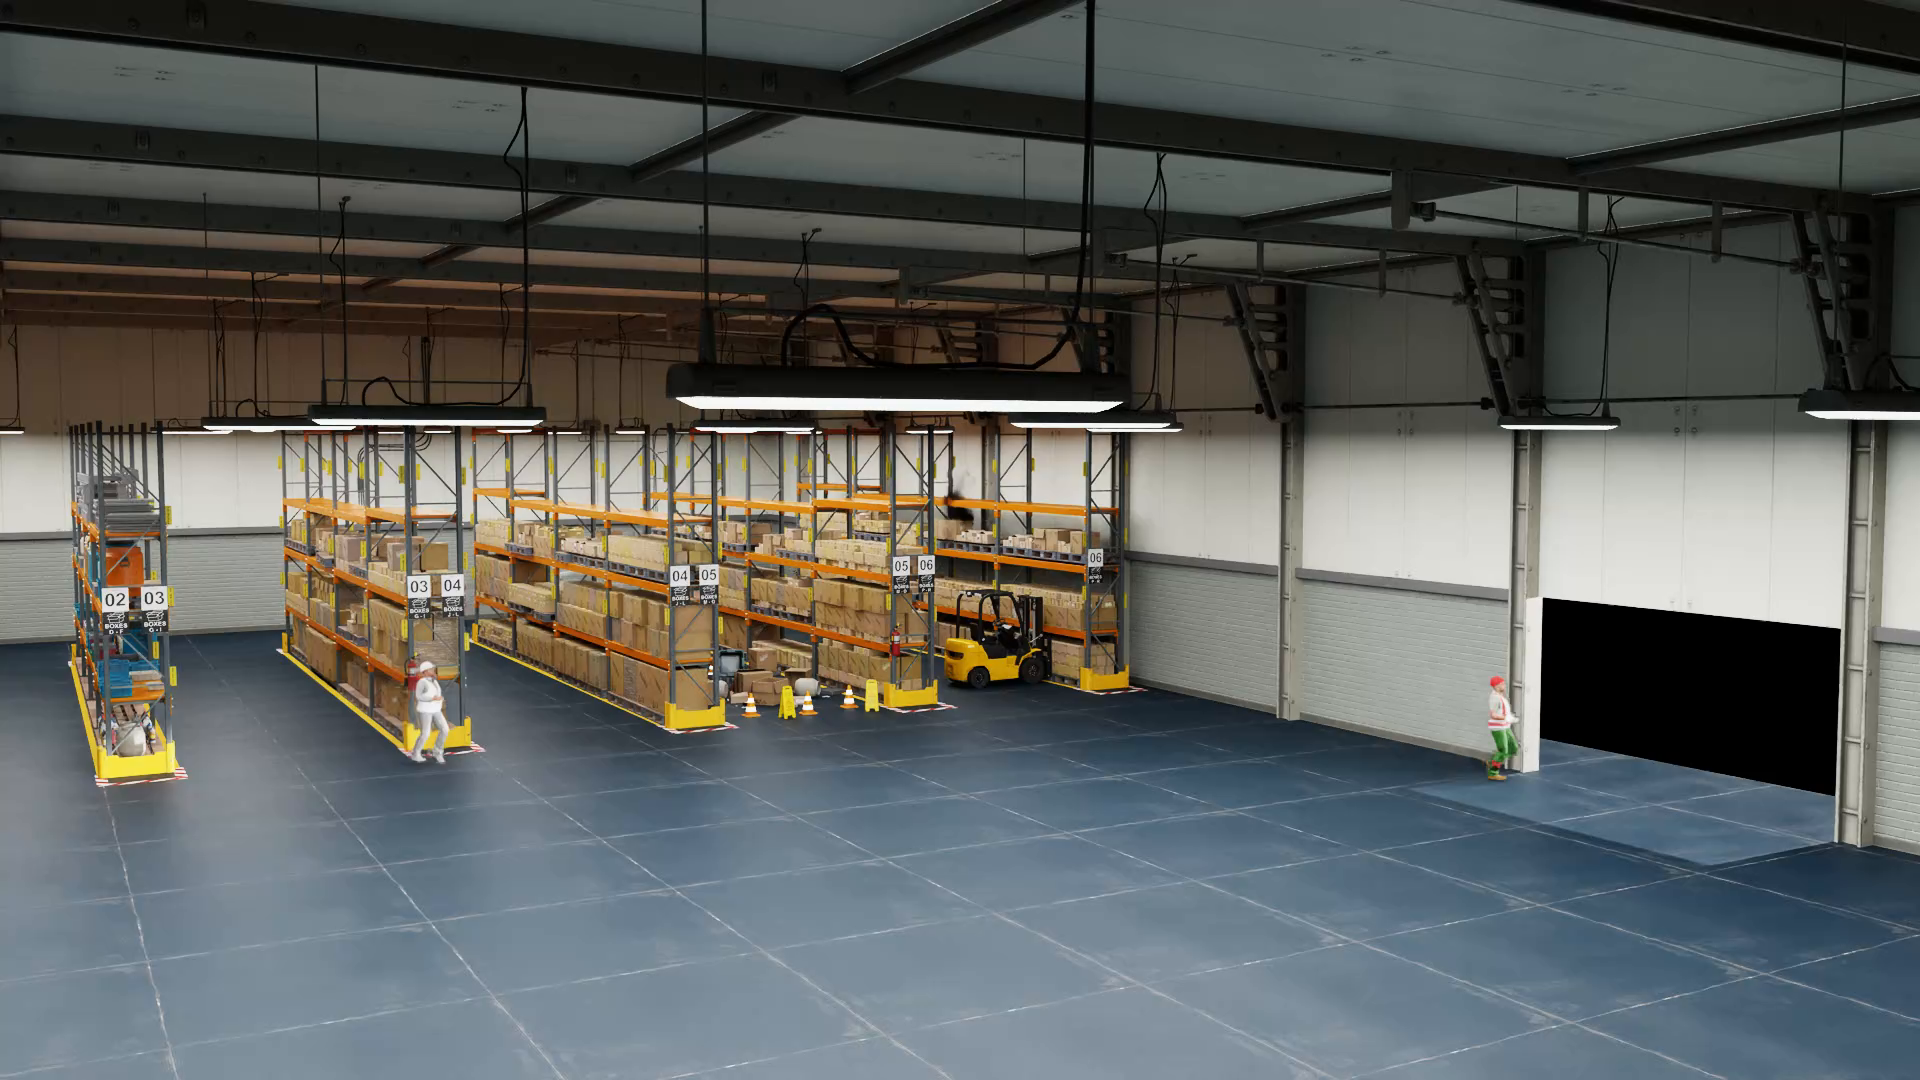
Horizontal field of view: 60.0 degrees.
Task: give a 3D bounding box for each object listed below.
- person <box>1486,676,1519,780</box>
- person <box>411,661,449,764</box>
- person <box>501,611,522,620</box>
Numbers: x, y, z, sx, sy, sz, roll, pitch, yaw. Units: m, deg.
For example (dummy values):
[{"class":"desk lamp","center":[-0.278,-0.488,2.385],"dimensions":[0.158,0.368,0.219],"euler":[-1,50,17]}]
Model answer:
[{"class":"person","center":[9.048,3.132,27.682],"dimensions":[0.588,1.741,0.664],"euler":[2,4,31]},{"class":"person","center":[-9.295,3.039,29.178],"dimensions":[0.649,1.813,0.661],"euler":[1,4,19]},{"class":"person","center":[-13.087,1.849,48.479],"dimensions":[0.891,1.811,0.690],"euler":[-2,4,-23]}]
